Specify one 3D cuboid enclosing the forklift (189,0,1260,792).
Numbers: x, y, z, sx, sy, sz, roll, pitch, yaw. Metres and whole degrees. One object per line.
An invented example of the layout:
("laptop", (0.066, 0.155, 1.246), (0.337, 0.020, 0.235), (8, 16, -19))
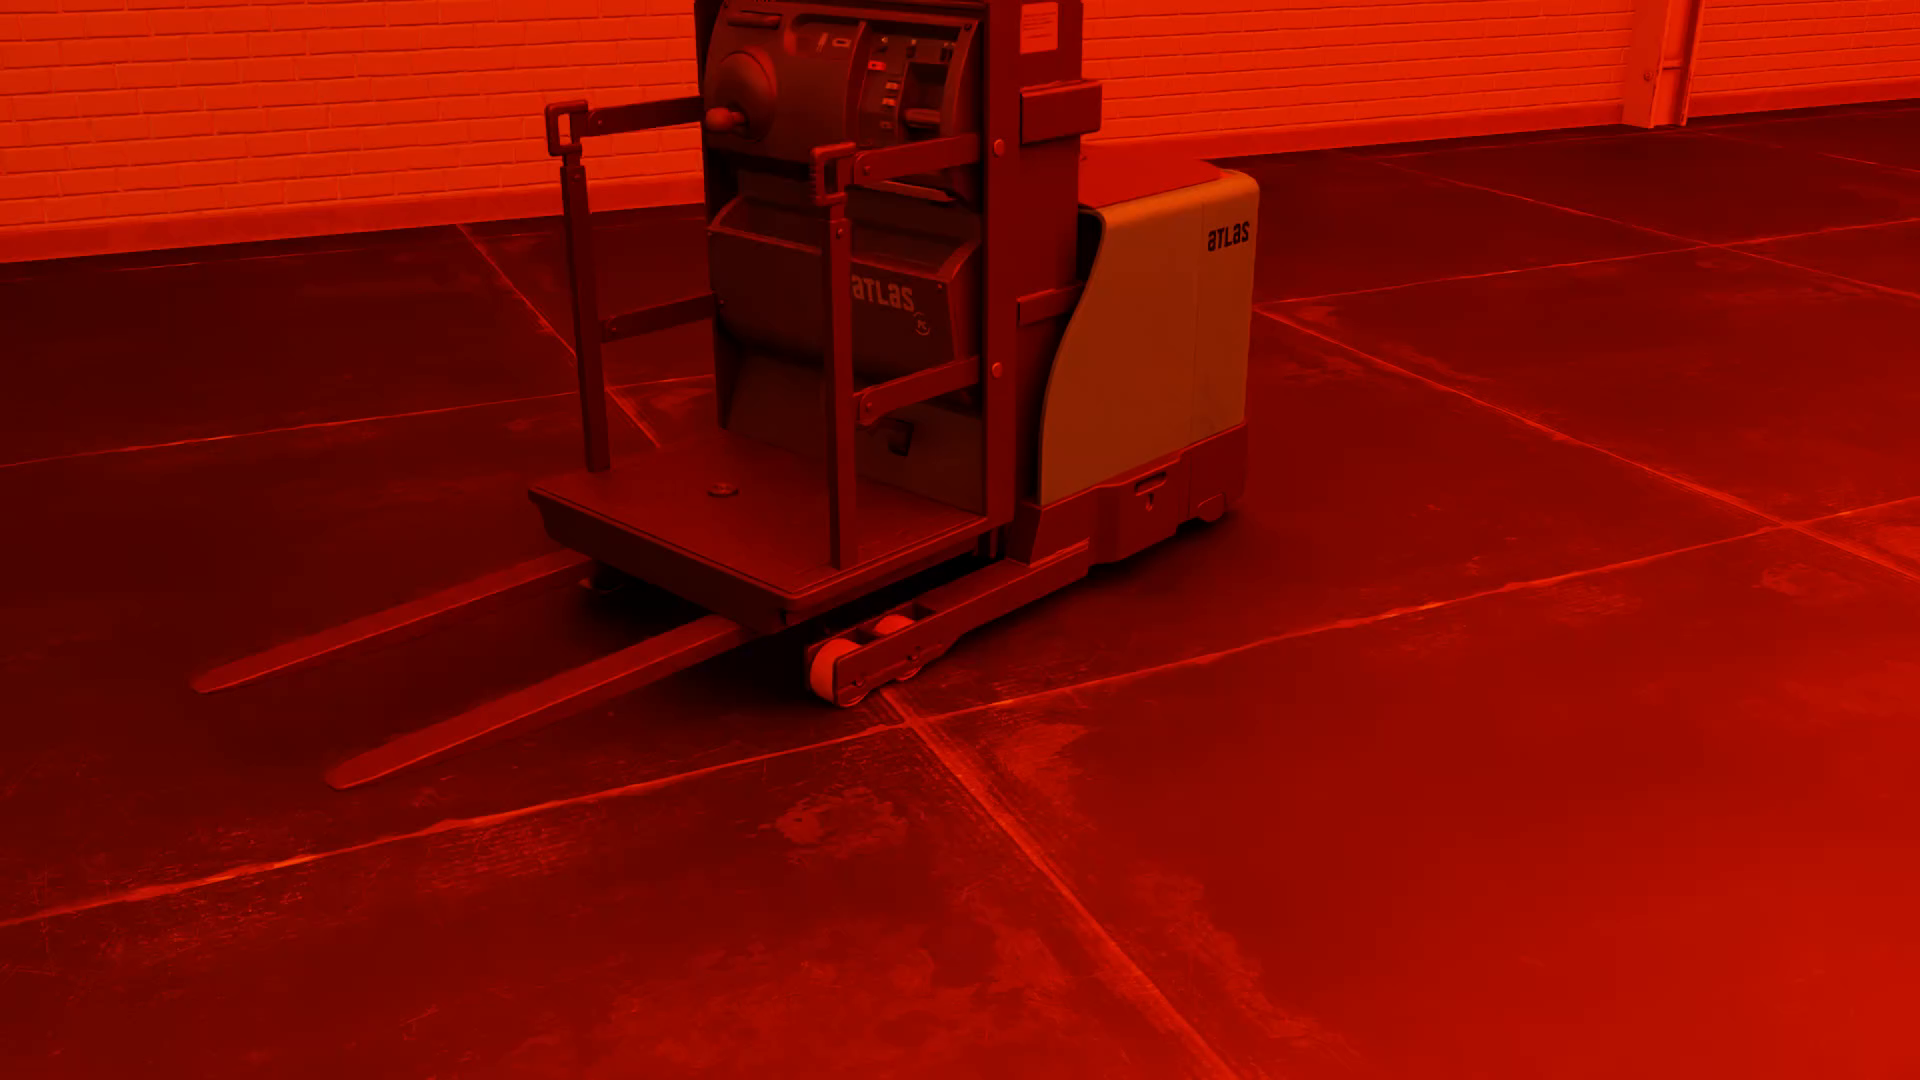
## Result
("forklift", (-0.464, -1.161, 4.081), (1.130, 2.935, 3.031), (19, 29, 39))
